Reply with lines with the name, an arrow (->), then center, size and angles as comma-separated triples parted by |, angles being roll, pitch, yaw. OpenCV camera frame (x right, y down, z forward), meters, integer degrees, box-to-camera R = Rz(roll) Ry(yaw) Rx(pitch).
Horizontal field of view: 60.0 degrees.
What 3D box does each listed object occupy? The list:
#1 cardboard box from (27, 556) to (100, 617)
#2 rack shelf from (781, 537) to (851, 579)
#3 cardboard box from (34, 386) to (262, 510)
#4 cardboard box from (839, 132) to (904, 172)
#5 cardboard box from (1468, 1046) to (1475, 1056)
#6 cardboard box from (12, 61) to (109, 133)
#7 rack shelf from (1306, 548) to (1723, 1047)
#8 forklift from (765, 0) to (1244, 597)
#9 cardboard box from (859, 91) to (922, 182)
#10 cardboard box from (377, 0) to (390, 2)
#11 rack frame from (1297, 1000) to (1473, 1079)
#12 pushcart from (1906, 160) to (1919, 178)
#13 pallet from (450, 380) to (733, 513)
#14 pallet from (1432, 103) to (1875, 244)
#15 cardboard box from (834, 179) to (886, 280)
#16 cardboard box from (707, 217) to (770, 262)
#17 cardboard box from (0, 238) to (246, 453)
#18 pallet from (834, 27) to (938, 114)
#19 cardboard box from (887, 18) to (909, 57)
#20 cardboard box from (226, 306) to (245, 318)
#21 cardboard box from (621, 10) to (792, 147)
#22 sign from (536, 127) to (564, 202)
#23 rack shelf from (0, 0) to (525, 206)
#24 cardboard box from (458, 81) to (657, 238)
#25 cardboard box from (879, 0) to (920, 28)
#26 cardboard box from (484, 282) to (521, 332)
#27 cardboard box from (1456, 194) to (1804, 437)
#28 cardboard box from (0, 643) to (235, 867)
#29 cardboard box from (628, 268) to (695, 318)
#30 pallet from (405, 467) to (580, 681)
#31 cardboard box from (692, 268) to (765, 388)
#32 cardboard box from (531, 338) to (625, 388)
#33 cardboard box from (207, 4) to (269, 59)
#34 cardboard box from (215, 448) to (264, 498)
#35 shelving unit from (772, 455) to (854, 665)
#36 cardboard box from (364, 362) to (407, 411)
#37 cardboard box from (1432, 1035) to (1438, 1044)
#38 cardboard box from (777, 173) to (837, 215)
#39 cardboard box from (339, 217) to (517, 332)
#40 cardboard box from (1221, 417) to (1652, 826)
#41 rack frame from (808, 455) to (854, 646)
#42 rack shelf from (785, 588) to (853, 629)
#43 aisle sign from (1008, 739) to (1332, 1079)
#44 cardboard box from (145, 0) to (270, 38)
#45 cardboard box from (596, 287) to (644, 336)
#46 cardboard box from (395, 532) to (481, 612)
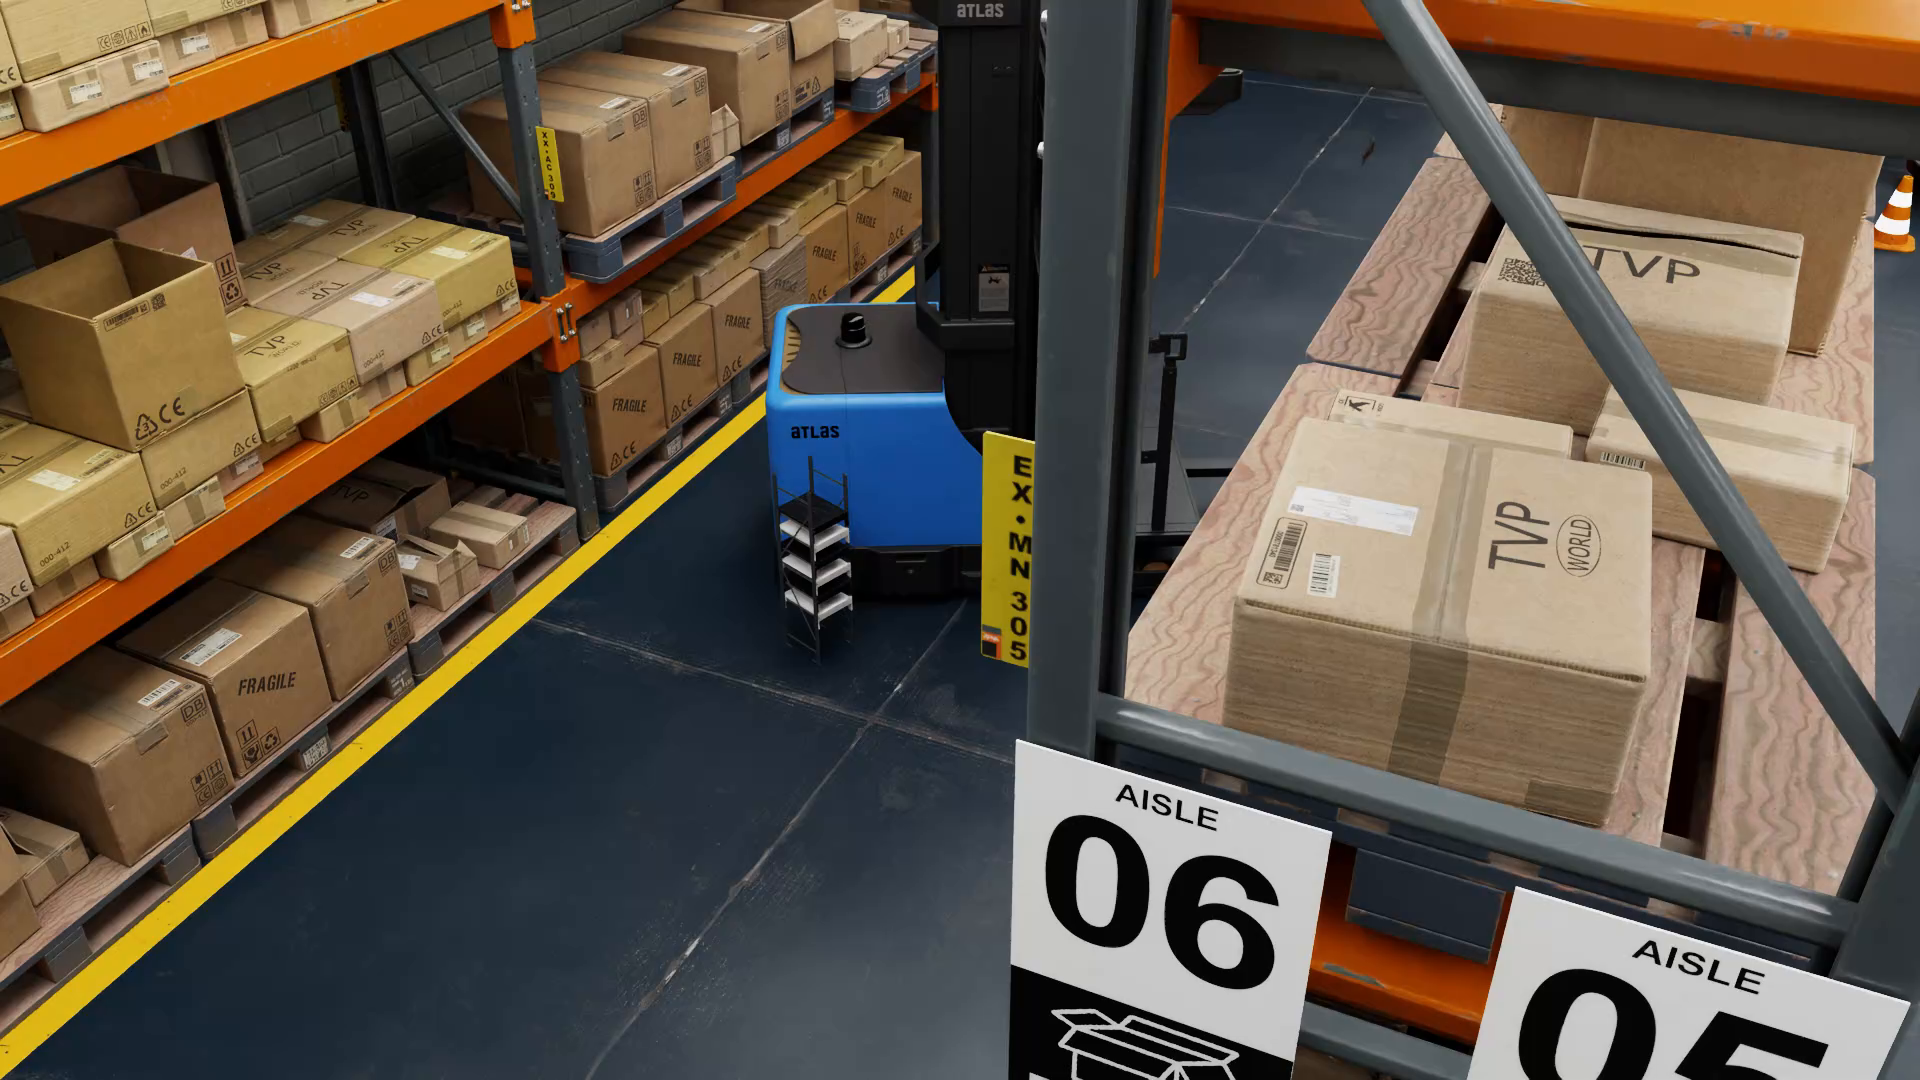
cardboard box -> -3.153, 0.089, 5.607 | 0.380, 0.149, 0.250 | 15, 36, 21
rack shelf -> -0.637, 0.048, 7.253 | 0.258, 0.077, 0.200 | 28, 42, 35
cardboard box -> -2.901, -0.383, 5.964 | 0.500, 0.250, 0.500 | 13, 36, 19
cardboard box -> -0.579, -2.475, 10.594 | 0.380, 0.149, 0.250 | 12, 35, 18
cardboard box -> 0.960, 0.899, 2.549 | 0.380, 0.149, 0.250 | 15, 36, 21
cardboard box -> -2.876, -1.389, 5.127 | 0.380, 0.149, 0.250 | 14, 36, 21
rack shelf -> 1.397, -0.206, 3.749 | 1.077, 0.370, 4.000 | 14, 36, 20
forklift -> 0.627, -1.240, 7.468 | 3.031, 2.935, 1.130 | -1, 33, -2
cardboard box -> -0.329, -2.868, 11.671 | 0.875, 0.625, 0.625 | 15, 36, 22
cardboard box -> -2.264, -2.167, 6.312 | 0.380, 0.149, 0.250 | 14, 36, 20
rack frame -> 0.560, 1.744, 2.855 | 1.000, 3.000, 0.127 | 14, 36, 20
pushcart -> 7.673, -2.638, 11.929 | 1.648, 0.377, 0.936 | 3, 33, 4
pallet -> -1.970, -0.633, 9.023 | 1.003, 0.211, 1.213 | 14, 36, 20
pallet -> 1.882, -1.061, 4.478 | 1.003, 0.211, 1.213 | 14, 36, 20
cardboard box -> -0.803, -2.001, 10.463 | 0.500, 0.500, 0.500 | 14, 36, 20
cardboard box -> -1.309, -1.710, 9.428 | 0.380, 0.149, 0.250 | 14, 36, 21
cardboard box -> -2.888, -0.680, 5.733 | 0.500, 0.500, 0.500 | 15, 36, 22
pallet -> -0.823, -2.944, 10.179 | 1.213, 0.211, 1.003 | 14, 36, 20
cardboard box -> -0.529, -3.033, 9.986 | 0.380, 0.149, 0.250 | 15, 36, 21
cardboard box -> -3.150, -0.755, 6.531 | 0.500, 0.250, 0.500 | 15, 36, 22
cardboard box -> -1.326, -2.441, 8.763 | 0.700, 0.500, 0.500 | 14, 36, 20
sign -> -1.780, -1.627, 7.206 | 0.100, 0.325, 0.005 | 14, 36, 20
rack shelf -> -3.113, -1.343, 5.483 | 1.077, 0.370, 4.000 | 14, 36, 20
cardboard box -> -1.871, -1.793, 7.774 | 0.700, 0.500, 0.500 | 15, 36, 22
cardboard box -> -0.195, -3.480, 10.958 | 0.500, 0.250, 0.500 | 14, 36, 21
cardboard box -> -2.180, -1.064, 7.366 | 0.380, 0.149, 0.250 | 15, 36, 21
cardboard box -> 1.232, -0.425, 3.034 | 0.500, 0.311, 0.500 | 15, 36, 21
cardboard box -> -3.215, 0.777, 6.227 | 0.700, 0.500, 0.500 | 16, 36, 22
cardboard box -> -1.639, -1.330, 8.848 | 0.380, 0.149, 0.250 | 14, 36, 20
pallet -> -2.564, 0.123, 7.871 | 1.003, 0.211, 1.213 | 14, 36, 20
cardboard box -> -1.443, -1.220, 9.272 | 0.500, 0.500, 0.500 | 13, 35, 19
cardboard box -> -1.884, -0.905, 8.199 | 0.380, 0.149, 0.250 | 16, 36, 23
cardboard box -> -2.629, -1.787, 5.734 | 0.380, 0.149, 0.250 | 15, 36, 22
cardboard box -> -2.842, -0.299, 6.200 | 0.380, 0.149, 0.250 | 14, 36, 20
shelving unit -> -0.637, 0.096, 7.284 | 0.258, 0.900, 0.210 | 28, 42, 35
cardboard box -> -2.491, -0.670, 6.765 | 0.380, 0.149, 0.250 | 15, 36, 22
cardboard box -> 1.208, 1.270, 3.486 | 0.500, 0.500, 0.500 | 14, 36, 20
cardboard box -> -0.967, -2.090, 10.007 | 0.380, 0.149, 0.250 | 15, 36, 22
cardboard box -> -2.268, -1.138, 7.115 | 0.500, 0.250, 0.500 | 15, 36, 22
cardboard box -> 0.667, 0.090, 2.305 | 0.500, 0.250, 0.500 | 11, 35, 16
rack frame -> -0.567, 0.055, 7.345 | 0.240, 0.900, 0.006 | 28, 42, 35
rack shelf -> -0.637, 0.274, 7.401 | 0.258, 0.077, 0.200 | 28, 42, 35
aisle sign -> 0.249, 0.621, 2.196 | 0.394, 0.787, 0.004 | 14, 36, 20
cardboard box -> -2.683, -1.890, 5.527 | 0.500, 0.250, 0.500 | 15, 36, 21
cardboard box -> -1.819, -1.169, 8.332 | 0.380, 0.149, 0.250 | 12, 35, 18
cardboard box -> -2.392, 0.105, 7.465 | 0.396, 0.266, 0.258 | 15, 36, 22
